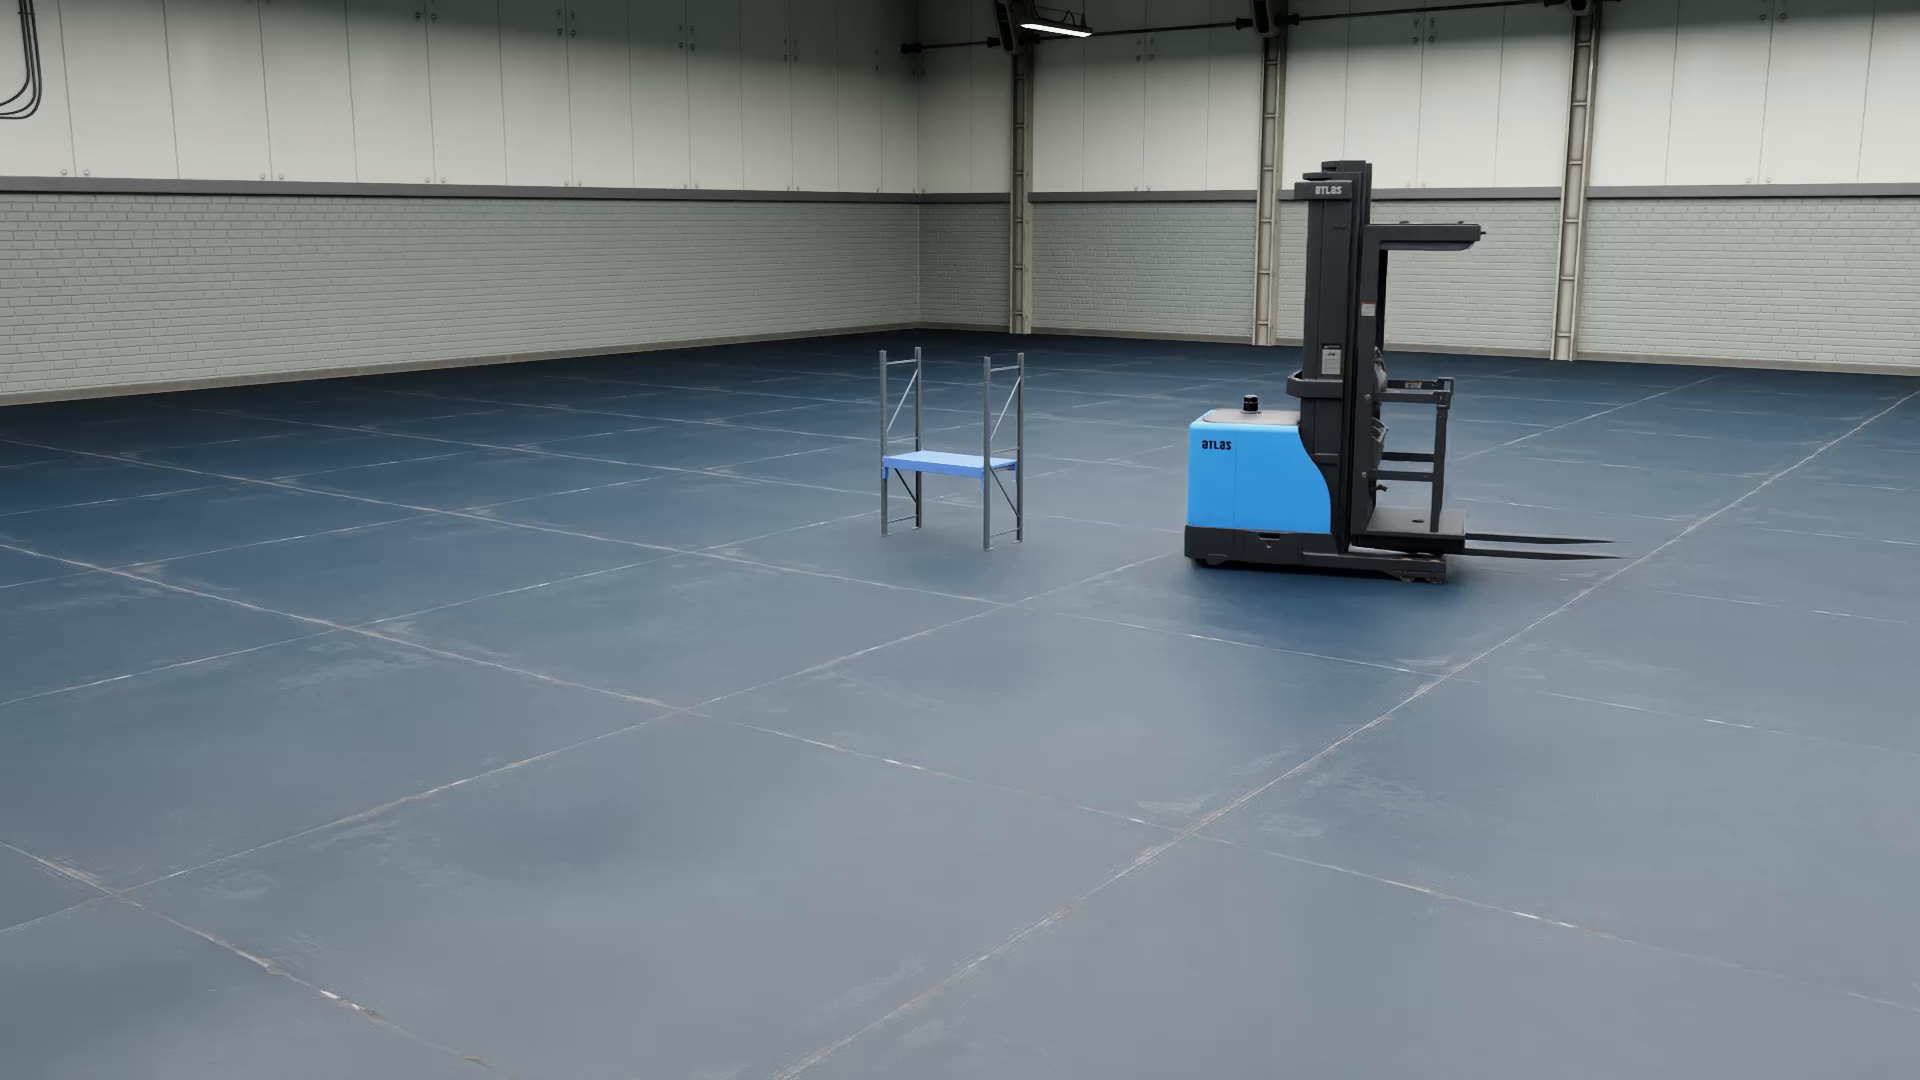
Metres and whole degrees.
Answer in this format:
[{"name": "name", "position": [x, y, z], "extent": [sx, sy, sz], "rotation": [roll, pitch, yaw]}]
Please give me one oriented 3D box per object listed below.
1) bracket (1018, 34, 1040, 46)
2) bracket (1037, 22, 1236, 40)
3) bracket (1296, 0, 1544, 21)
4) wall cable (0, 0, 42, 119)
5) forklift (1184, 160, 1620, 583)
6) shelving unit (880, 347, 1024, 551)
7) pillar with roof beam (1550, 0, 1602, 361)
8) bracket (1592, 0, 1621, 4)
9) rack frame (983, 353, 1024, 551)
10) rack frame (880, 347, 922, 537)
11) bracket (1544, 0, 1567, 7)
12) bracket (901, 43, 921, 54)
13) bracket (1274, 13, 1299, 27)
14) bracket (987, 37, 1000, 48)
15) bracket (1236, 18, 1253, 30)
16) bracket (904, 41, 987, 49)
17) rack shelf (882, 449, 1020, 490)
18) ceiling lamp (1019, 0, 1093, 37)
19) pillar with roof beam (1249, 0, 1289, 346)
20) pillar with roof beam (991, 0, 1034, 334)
[{"name": "bracket", "position": [1.486, -10.732, 35.653], "extent": [0.430, 0.232, 0.235], "rotation": [8, 13, 36]}, {"name": "bracket", "position": [3.563, -10.443, 34.156], "extent": [4.783, 0.066, 0.076], "rotation": [8, 13, 36]}, {"name": "bracket", "position": [8.399, -9.768, 30.669], "extent": [4.783, 0.066, 0.076], "rotation": [8, 13, 36]}, {"name": "wall cable", "position": [-13.243, -7.899, 21.529], "extent": [0.169, 6.003, 2.305], "rotation": [8, 13, 36]}, {"name": "forklift", "position": [3.242, -1.247, 12.073], "extent": [3.031, 2.935, 1.130], "rotation": [3, 11, 17]}, {"name": "shelving unit", "position": [-0.069, -0.746, 13.253], "extent": [1.048, 1.500, 0.538], "rotation": [8, 13, 36]}, {"name": "pillar with roof beam", "position": [8.486, -7.058, 26.137], "extent": [0.548, 9.000, 9.100], "rotation": [8, 13, 36]}, {"name": "bracket", "position": [11.158, -9.383, 28.679], "extent": [0.430, 0.232, 0.235], "rotation": [8, 13, 36]}, {"name": "rack frame", "position": [0.341, -0.689, 12.958], "extent": [0.032, 1.500, 0.500], "rotation": [8, 13, 36]}, {"name": "rack frame", "position": [-0.478, -0.803, 13.549], "extent": [0.032, 1.500, 0.500], "rotation": [8, 13, 36]}, {"name": "bracket", "position": [10.489, -9.477, 29.162], "extent": [0.430, 0.232, 0.235], "rotation": [8, 13, 36]}, {"name": "bracket", "position": [-1.093, -11.092, 37.513], "extent": [0.430, 0.232, 0.235], "rotation": [8, 13, 36]}, {"name": "bracket", "position": [6.322, -10.058, 32.166], "extent": [0.430, 0.232, 0.235], "rotation": [8, 13, 36]}, {"name": "bracket", "position": [0.817, -10.826, 36.135], "extent": [0.430, 0.232, 0.235], "rotation": [8, 13, 36]}, {"name": "bracket", "position": [5.653, -10.151, 32.649], "extent": [0.430, 0.232, 0.235], "rotation": [8, 13, 36]}, {"name": "bracket", "position": [-0.617, -11.026, 37.169], "extent": [3.189, 0.066, 0.076], "rotation": [8, 13, 36]}, {"name": "rack shelf", "position": [-0.069, -0.569, 13.287], "extent": [1.000, 0.185, 0.538], "rotation": [8, 13, 36]}, {"name": "ceiling lamp", "position": [1.540, -10.738, 29.792], "extent": [0.800, 3.185, 2.000], "rotation": [8, 13, 36]}, {"name": "pillar with roof beam", "position": [3.650, -7.732, 29.624], "extent": [0.548, 9.000, 9.100], "rotation": [8, 13, 36]}, {"name": "pillar with roof beam", "position": [-1.186, -8.407, 33.110], "extent": [0.548, 9.000, 9.100], "rotation": [8, 13, 36]}]
